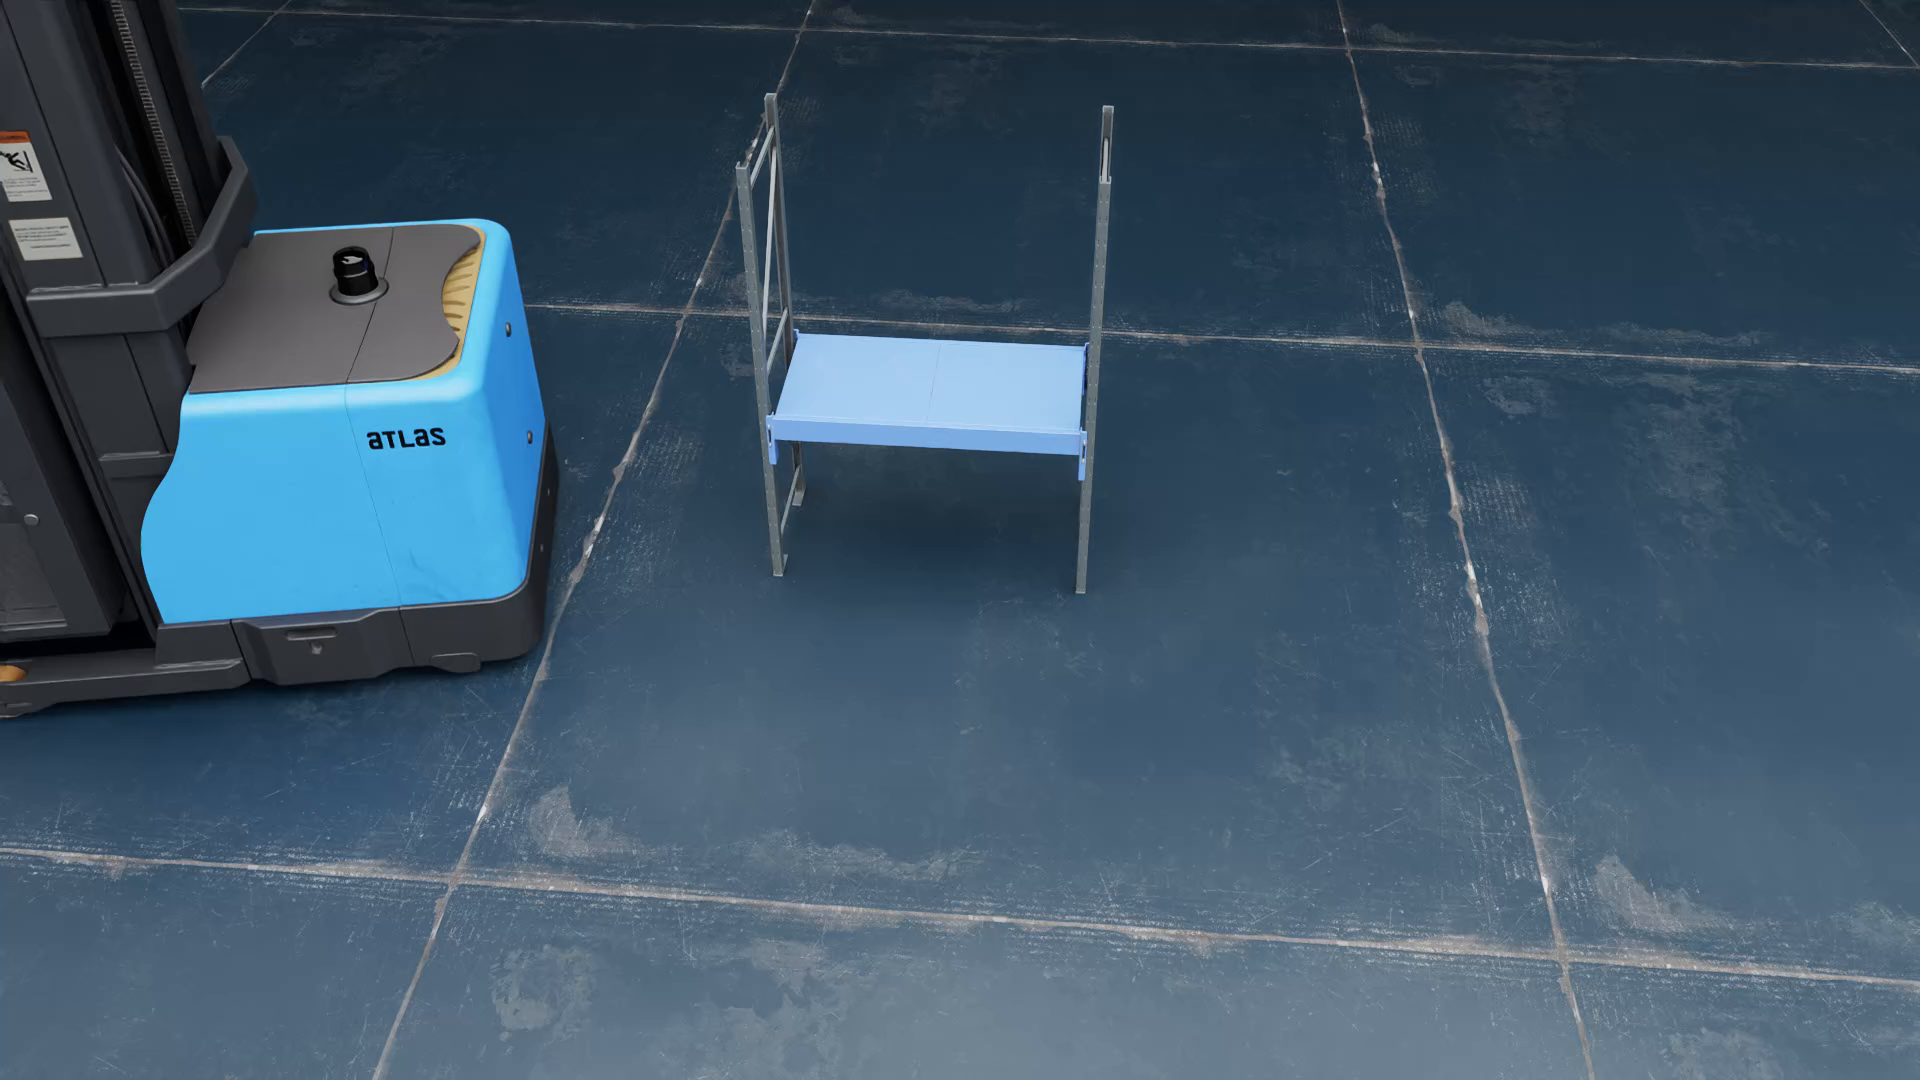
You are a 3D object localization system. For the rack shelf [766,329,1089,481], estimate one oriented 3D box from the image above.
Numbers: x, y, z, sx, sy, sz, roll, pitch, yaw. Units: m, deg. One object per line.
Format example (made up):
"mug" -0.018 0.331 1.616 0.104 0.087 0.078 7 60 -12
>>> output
"rack shelf" -0.085 -0.447 5.396 1.000 0.185 0.538 3 39 4

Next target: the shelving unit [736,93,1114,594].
"shelving unit" -0.085 -0.586 5.282 1.048 1.500 0.538 3 39 4

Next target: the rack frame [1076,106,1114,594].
"rack frame" 0.421 -0.559 5.248 0.032 1.500 0.500 3 39 4

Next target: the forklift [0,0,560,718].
"forklift" -2.879 -0.933 4.574 3.031 2.935 1.130 -4 39 -5

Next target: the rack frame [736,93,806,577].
"rack frame" -0.591 -0.614 5.316 0.032 1.500 0.500 3 39 4
